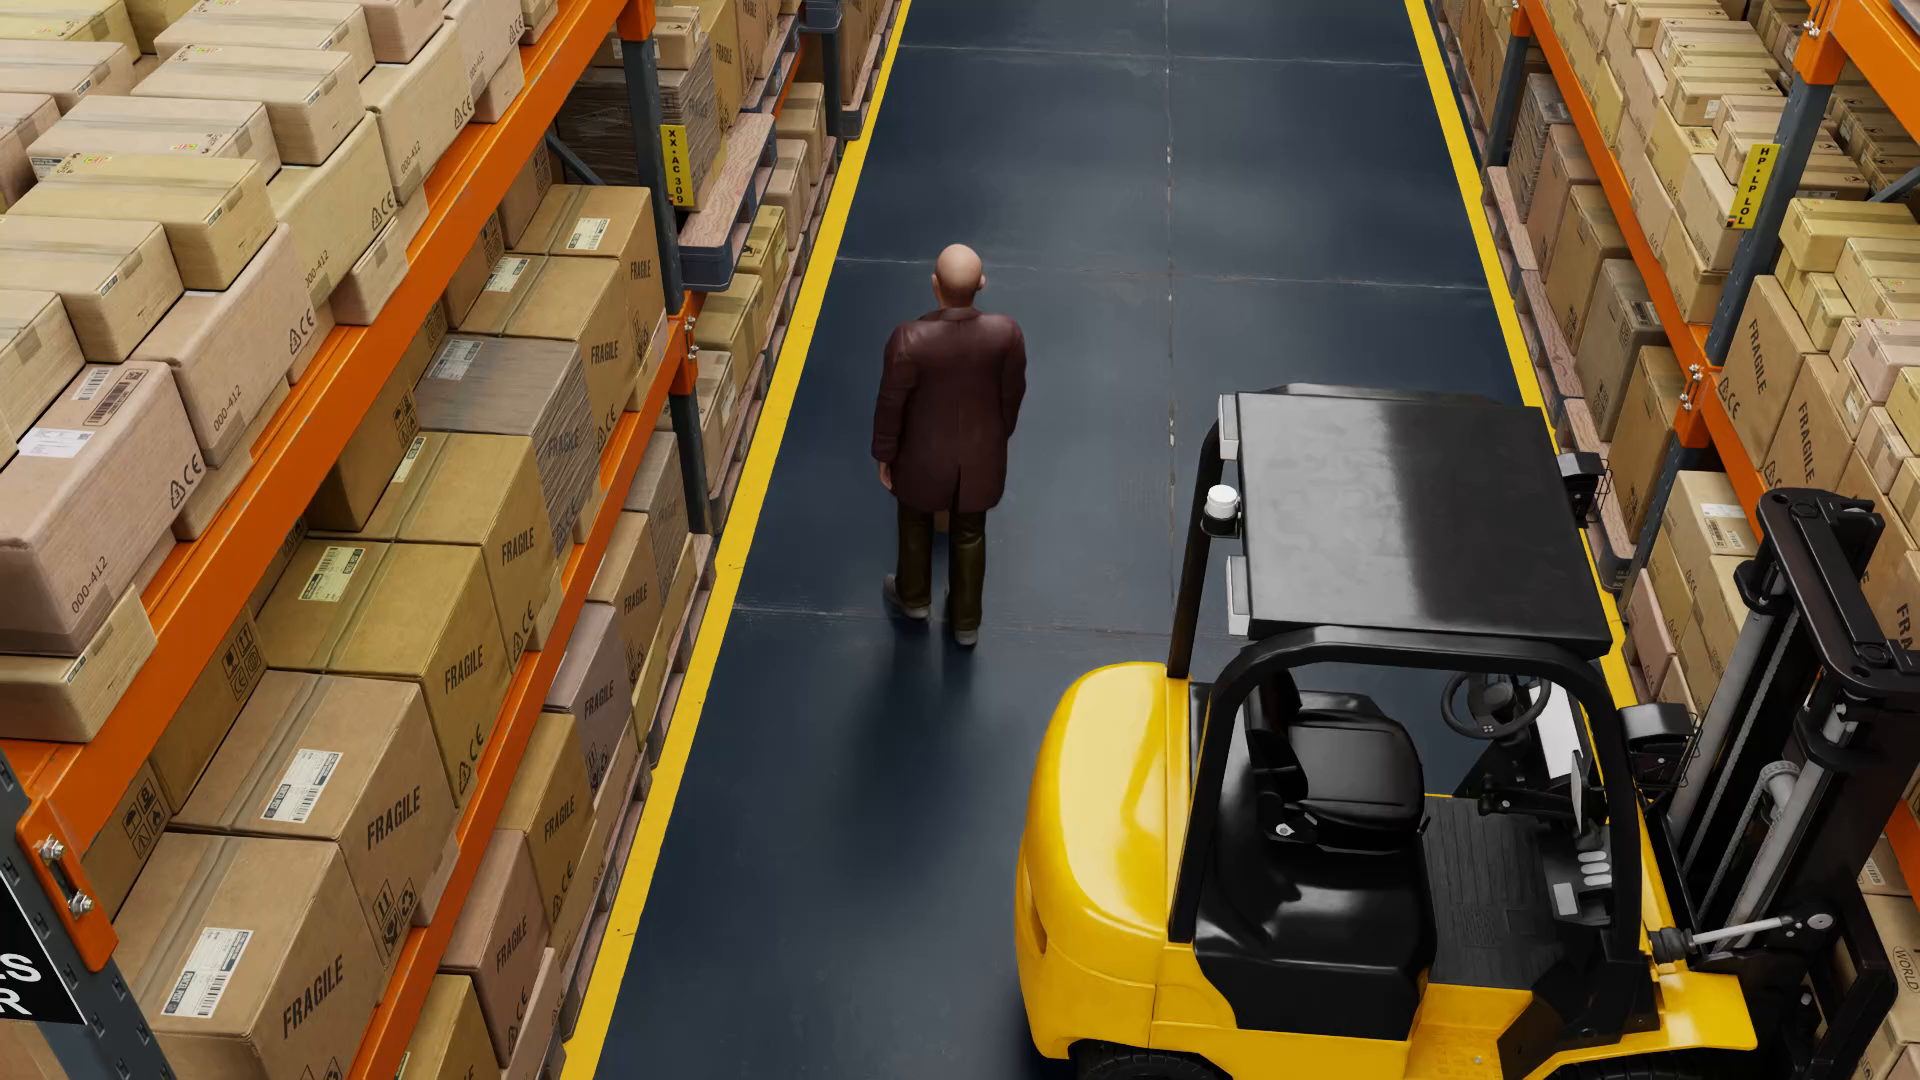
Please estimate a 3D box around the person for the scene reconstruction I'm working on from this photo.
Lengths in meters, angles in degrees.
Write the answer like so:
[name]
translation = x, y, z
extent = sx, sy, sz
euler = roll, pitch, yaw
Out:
[person]
translation = -0.058, -0.376, 6.621
extent = 0.614, 1.814, 0.545
euler = -7, 40, -8
